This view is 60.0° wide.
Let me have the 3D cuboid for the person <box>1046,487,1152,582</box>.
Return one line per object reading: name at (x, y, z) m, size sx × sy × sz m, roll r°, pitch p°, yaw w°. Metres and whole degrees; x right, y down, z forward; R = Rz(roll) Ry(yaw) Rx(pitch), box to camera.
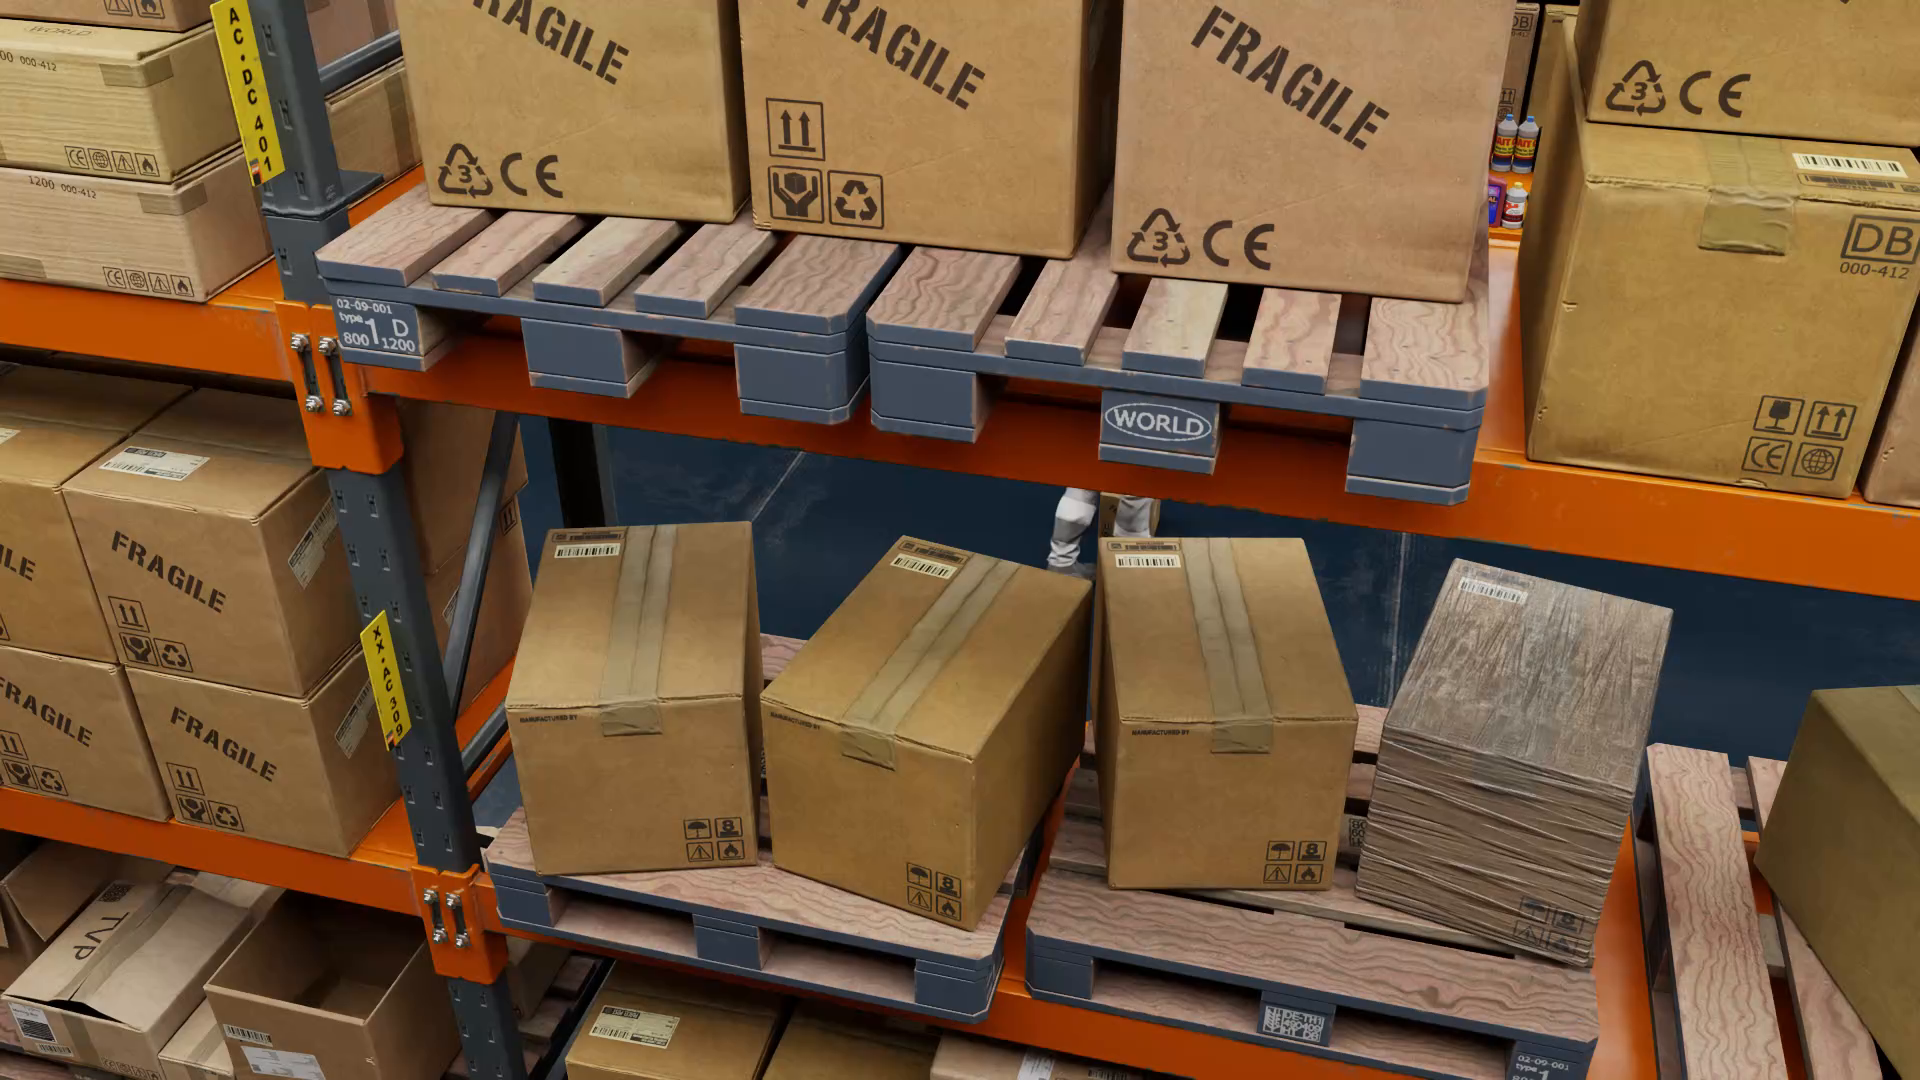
person at (0.683, -0.559, 6.976) m, size 0.570 × 1.794 × 0.471 m, roll 13°, pitch 35°, yaw 19°
